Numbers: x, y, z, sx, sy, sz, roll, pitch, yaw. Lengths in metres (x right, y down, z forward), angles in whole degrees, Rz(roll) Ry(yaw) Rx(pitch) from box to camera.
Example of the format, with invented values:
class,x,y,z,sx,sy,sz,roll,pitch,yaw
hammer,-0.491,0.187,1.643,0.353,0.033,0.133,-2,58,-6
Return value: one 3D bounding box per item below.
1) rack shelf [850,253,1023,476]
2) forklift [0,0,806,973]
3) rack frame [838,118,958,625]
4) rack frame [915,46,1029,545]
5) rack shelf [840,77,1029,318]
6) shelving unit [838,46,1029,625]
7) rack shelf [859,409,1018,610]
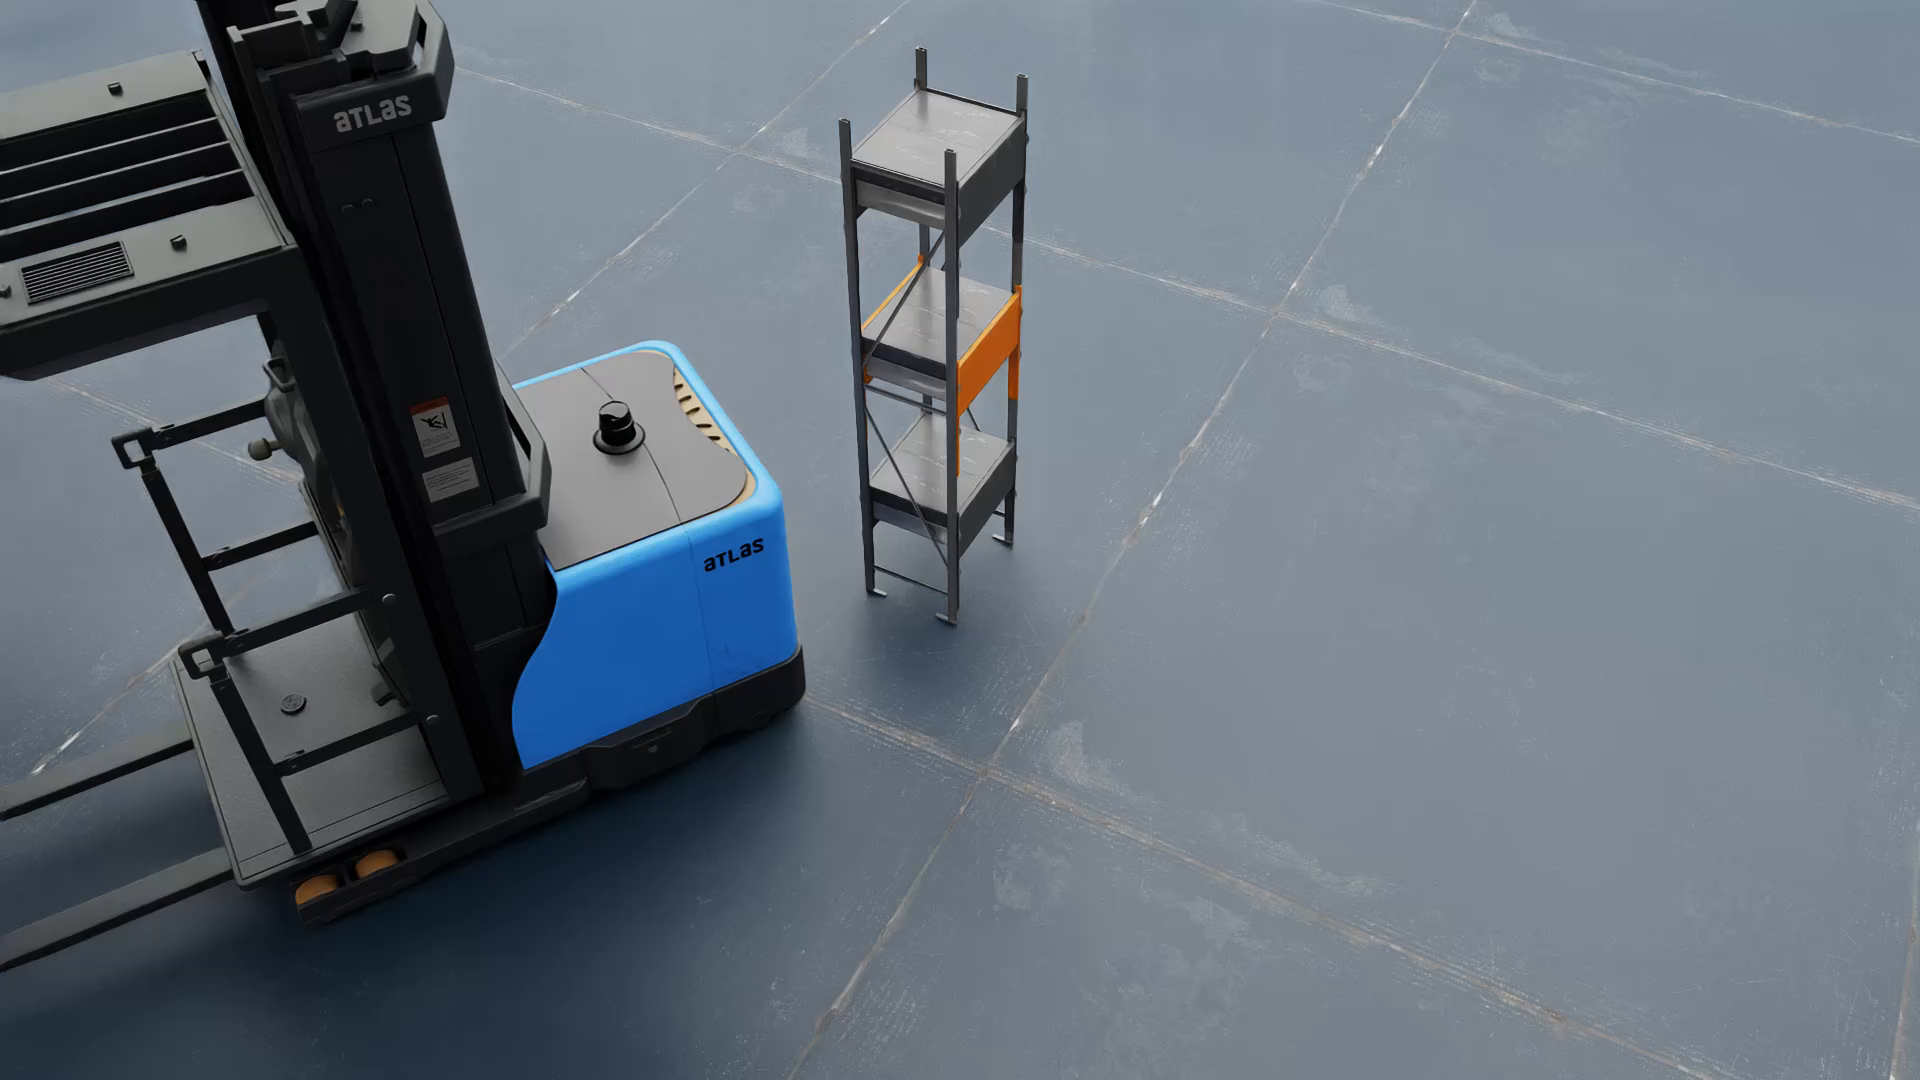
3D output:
class,x,y,z,sx,sy,sz,roll,pitch,yaw
rack shelf,-0.077,-0.624,5.910,0.431,0.518,0.480,20,49,19
forklift,-2.102,-0.199,4.886,3.031,2.935,1.130,-22,49,-20
rack frame,-0.190,-0.480,5.748,0.400,2.100,0.015,20,49,19
rack frame,0.036,-0.788,6.052,0.400,2.100,0.015,20,49,19
rack shelf,-0.077,-1.116,5.412,0.431,0.518,0.480,20,49,19
shelving unit,-0.077,-0.634,5.900,0.431,2.100,0.503,20,49,19
rack shelf,-0.077,-0.132,6.408,0.431,0.518,0.480,20,49,19
